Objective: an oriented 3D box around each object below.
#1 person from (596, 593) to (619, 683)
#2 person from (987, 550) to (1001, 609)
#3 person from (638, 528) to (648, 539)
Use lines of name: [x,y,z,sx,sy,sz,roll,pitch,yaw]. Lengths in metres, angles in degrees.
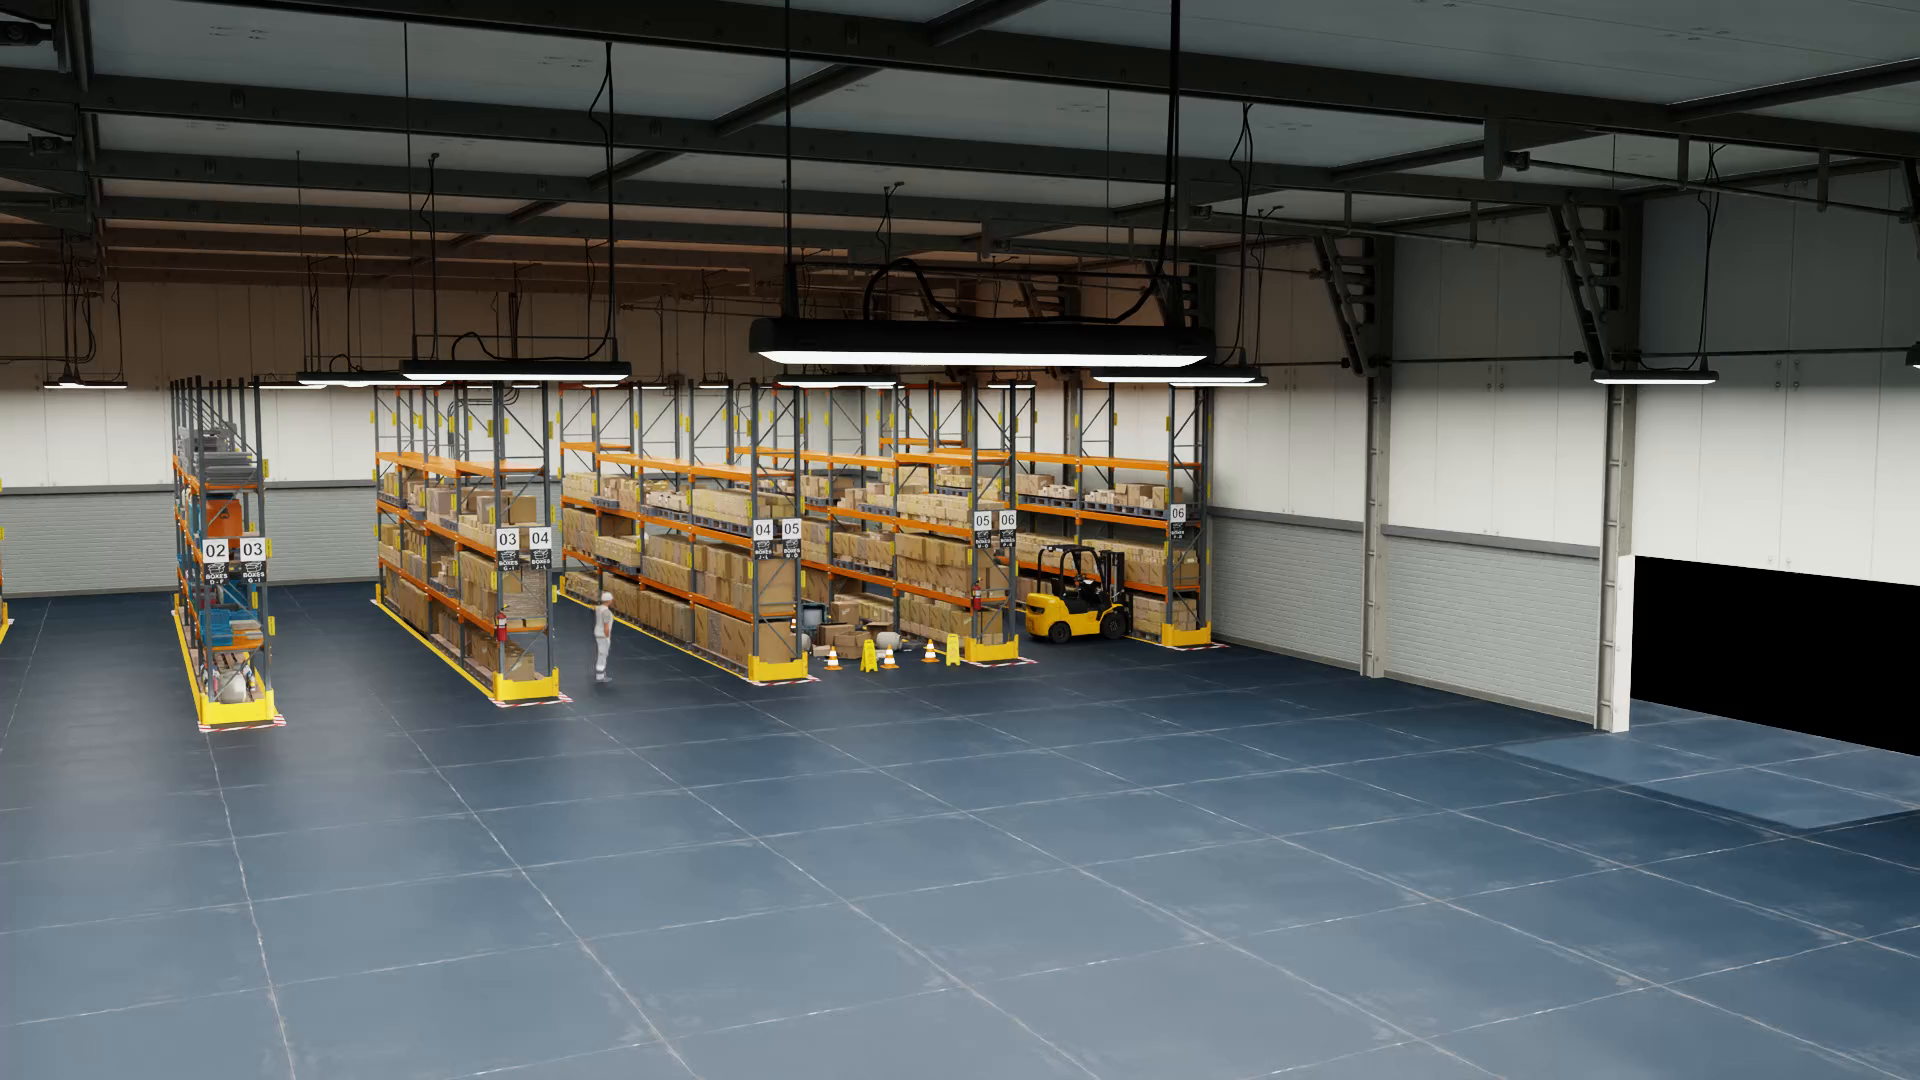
person: [-6.940,1.932,32.785,0.451,1.775,0.600,-2,5,-18]
person: [0.759,1.068,42.511,0.536,1.738,0.764,-4,6,-38]
person: [-9.601,0.431,50.042,0.664,1.849,0.417,-2,5,-18]
